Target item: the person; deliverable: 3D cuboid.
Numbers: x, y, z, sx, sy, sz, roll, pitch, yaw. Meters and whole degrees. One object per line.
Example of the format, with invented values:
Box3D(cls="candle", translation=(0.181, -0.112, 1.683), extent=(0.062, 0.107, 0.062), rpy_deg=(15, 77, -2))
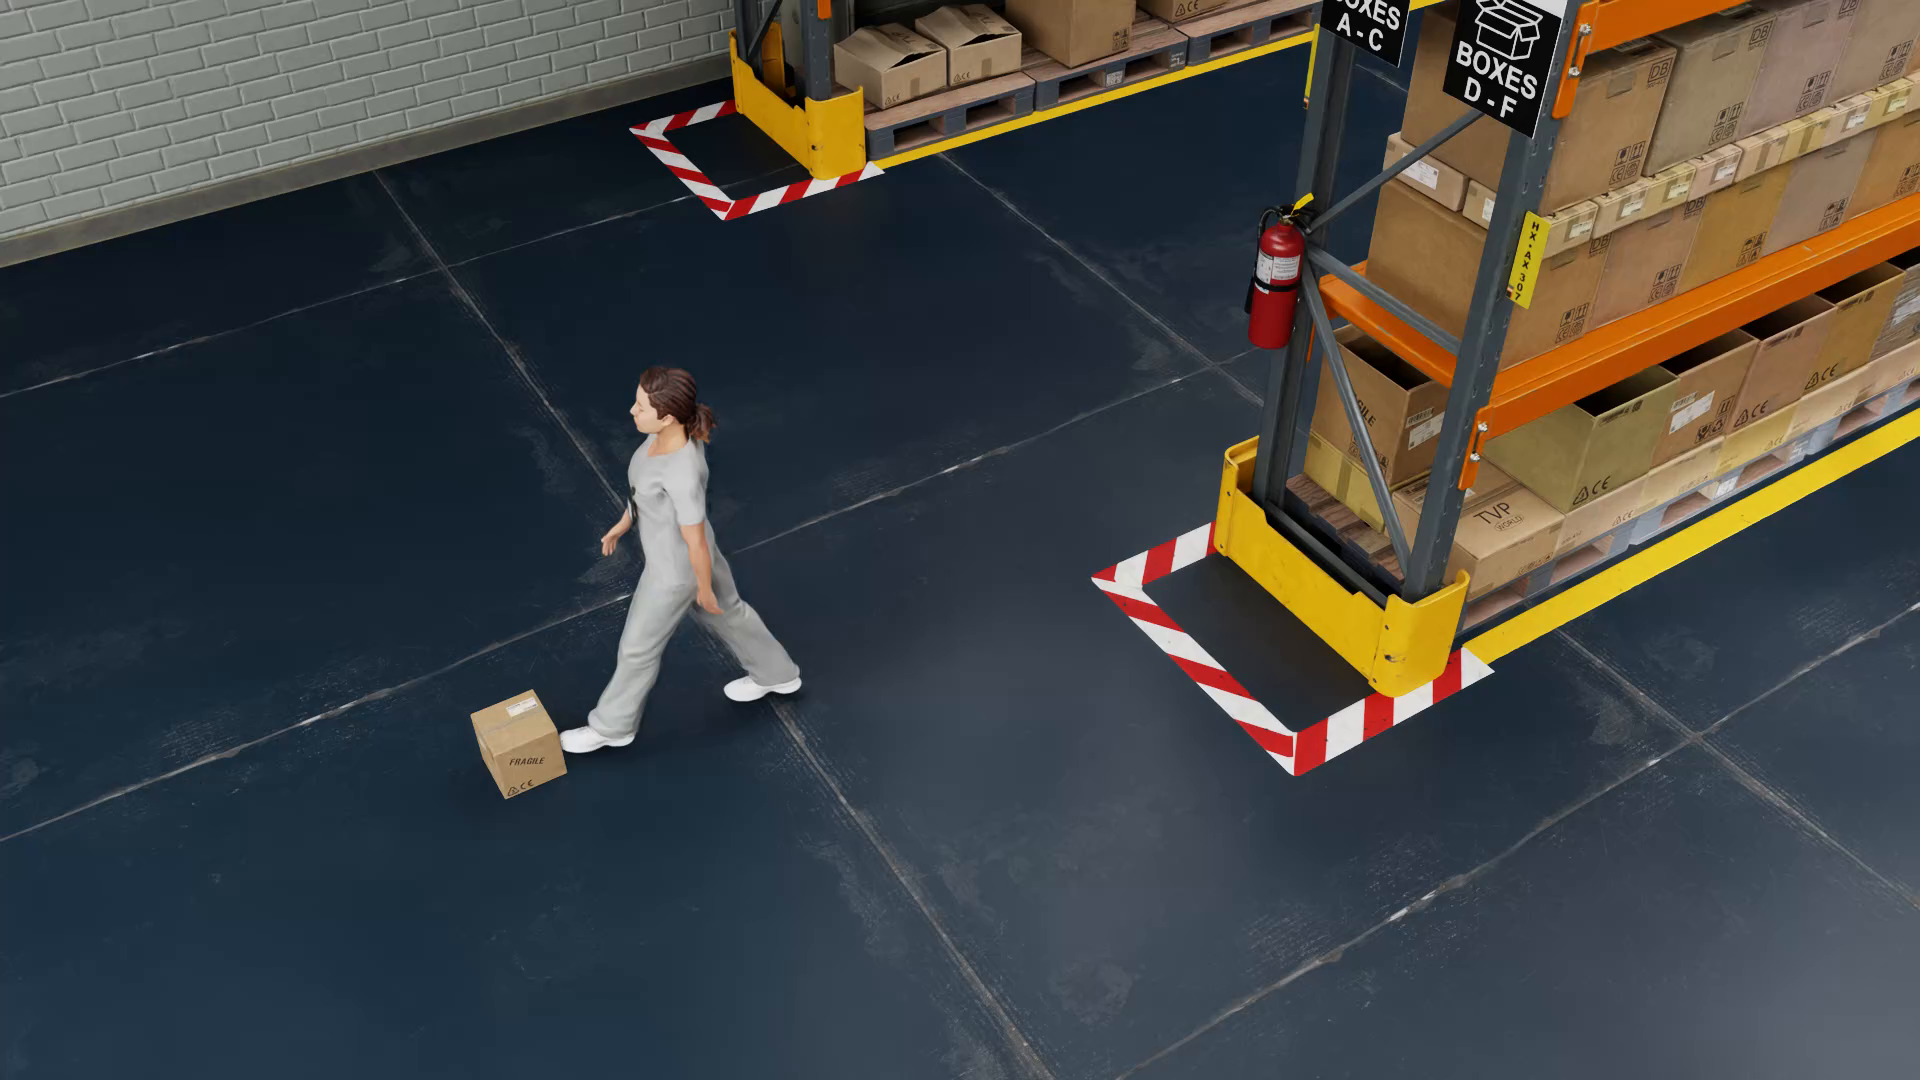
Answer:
Box3D(cls="person", translation=(-1.105, 0.059, 6.089), extent=(0.961, 1.613, 0.469), rpy_deg=(-6, 41, -7))
